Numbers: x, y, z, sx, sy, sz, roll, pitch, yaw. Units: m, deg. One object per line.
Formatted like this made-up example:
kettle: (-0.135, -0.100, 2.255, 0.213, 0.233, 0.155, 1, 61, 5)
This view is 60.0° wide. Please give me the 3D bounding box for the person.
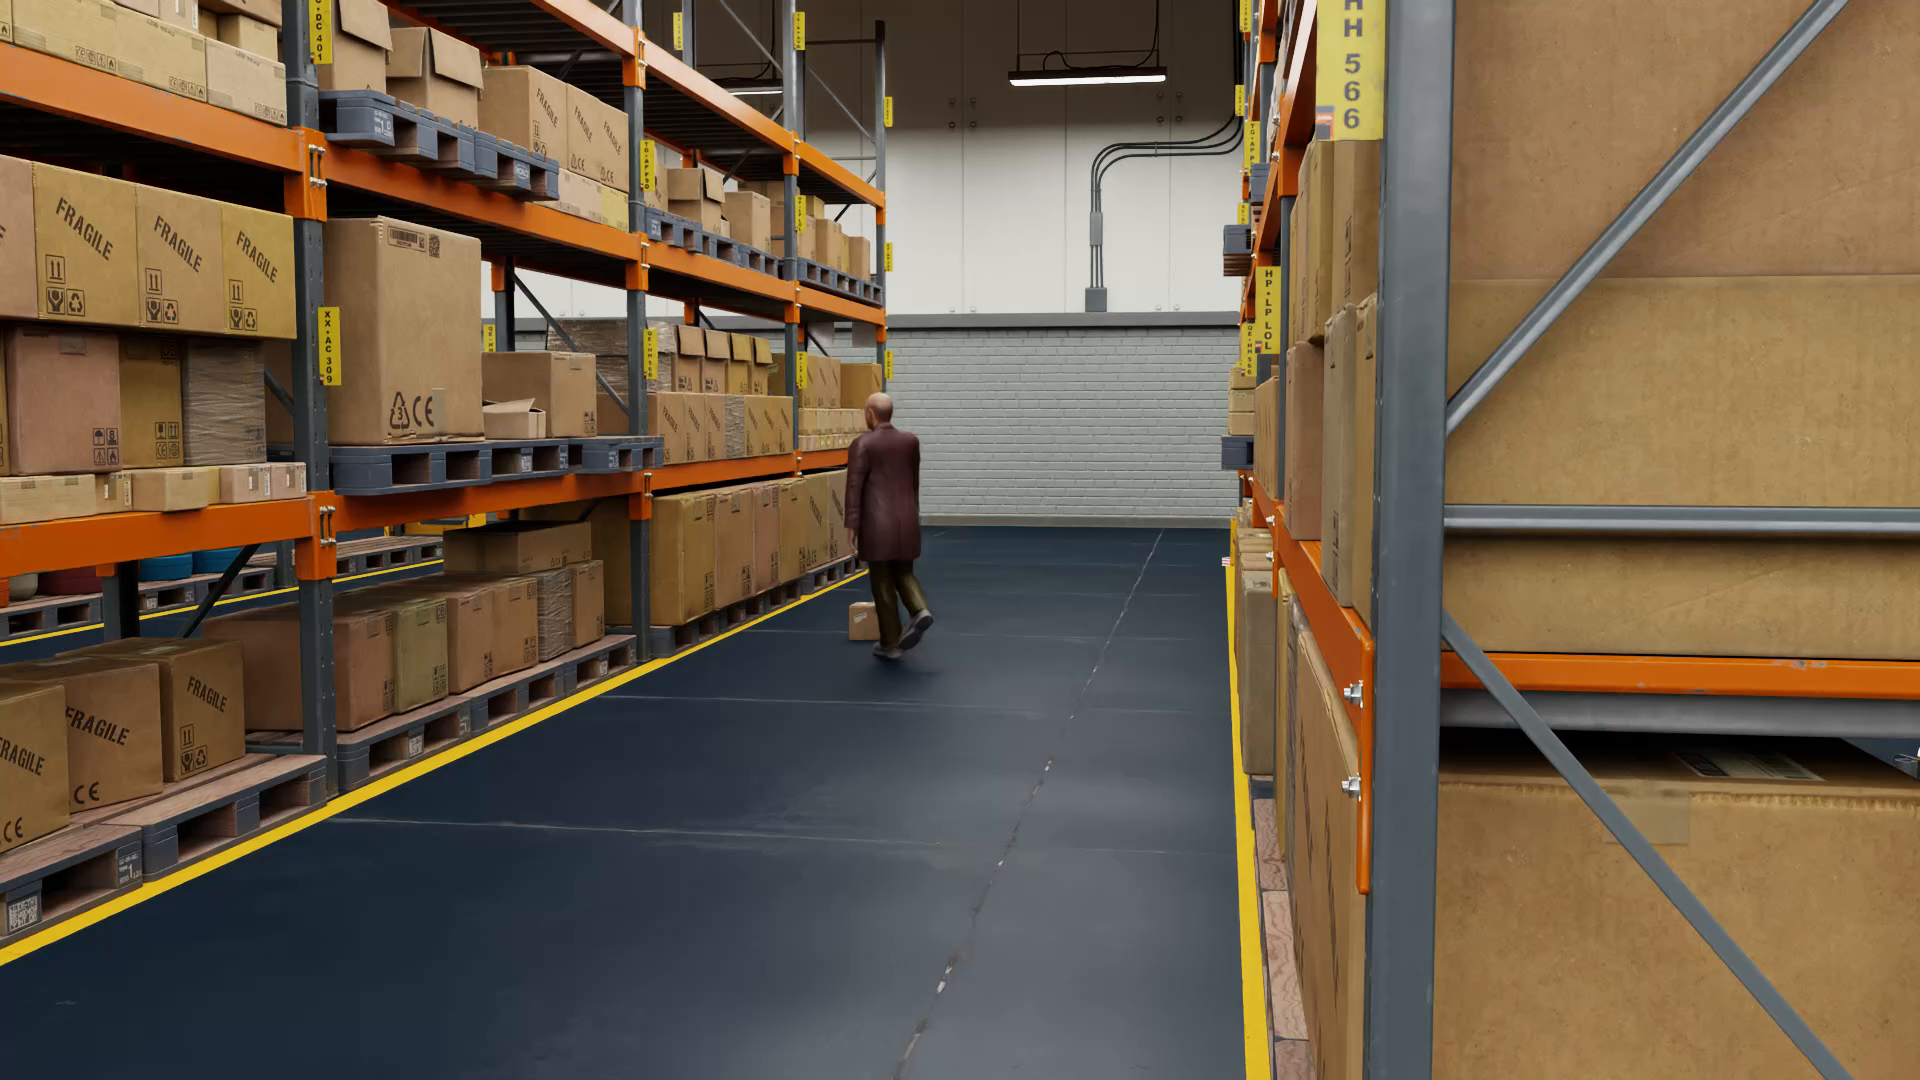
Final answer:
person: (-0.462, -0.092, 11.049, 0.606, 1.773, 0.656, -2, 5, -29)
